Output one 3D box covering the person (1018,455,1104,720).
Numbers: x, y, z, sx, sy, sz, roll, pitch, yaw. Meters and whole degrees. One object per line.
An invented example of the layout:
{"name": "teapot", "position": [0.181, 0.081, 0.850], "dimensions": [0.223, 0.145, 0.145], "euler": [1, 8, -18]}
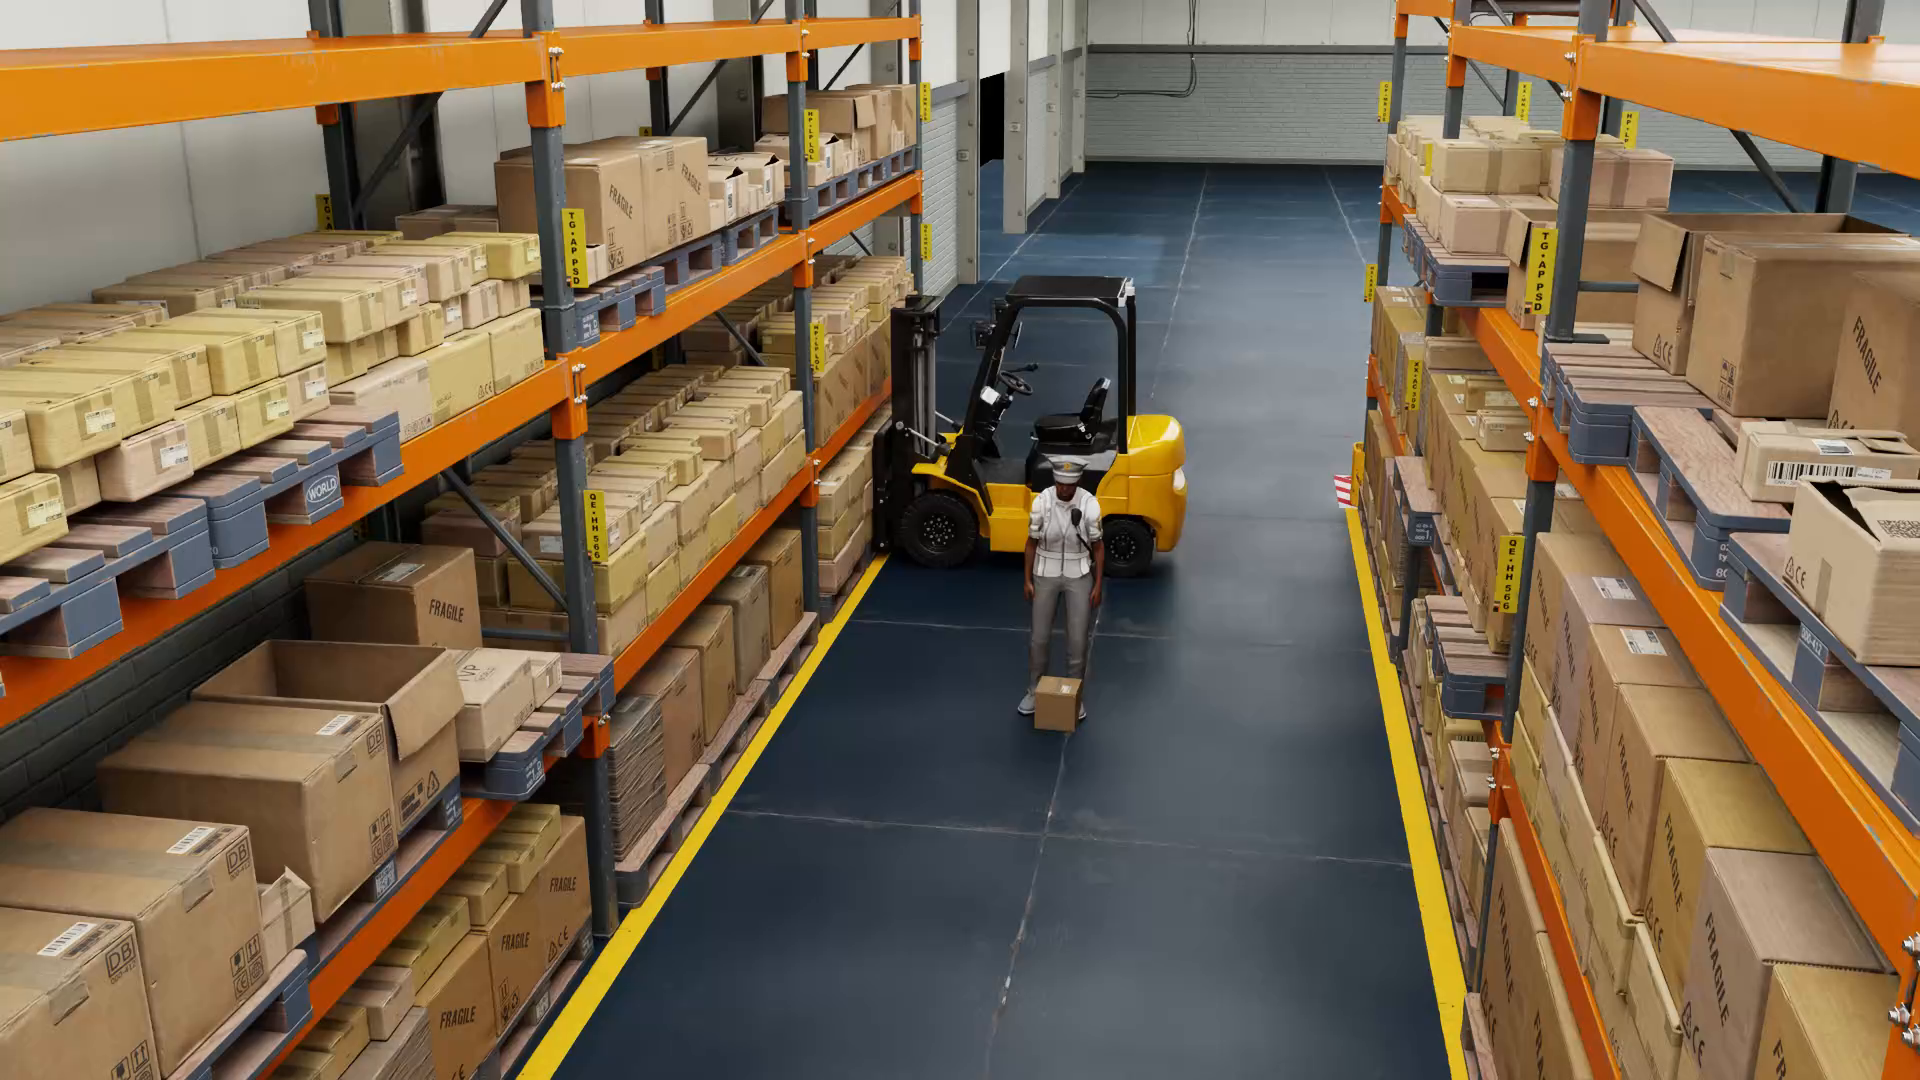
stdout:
{"name": "person", "position": [0.627, 0.270, 10.225], "dimensions": [0.507, 1.660, 0.415], "euler": [3, 18, 9]}
